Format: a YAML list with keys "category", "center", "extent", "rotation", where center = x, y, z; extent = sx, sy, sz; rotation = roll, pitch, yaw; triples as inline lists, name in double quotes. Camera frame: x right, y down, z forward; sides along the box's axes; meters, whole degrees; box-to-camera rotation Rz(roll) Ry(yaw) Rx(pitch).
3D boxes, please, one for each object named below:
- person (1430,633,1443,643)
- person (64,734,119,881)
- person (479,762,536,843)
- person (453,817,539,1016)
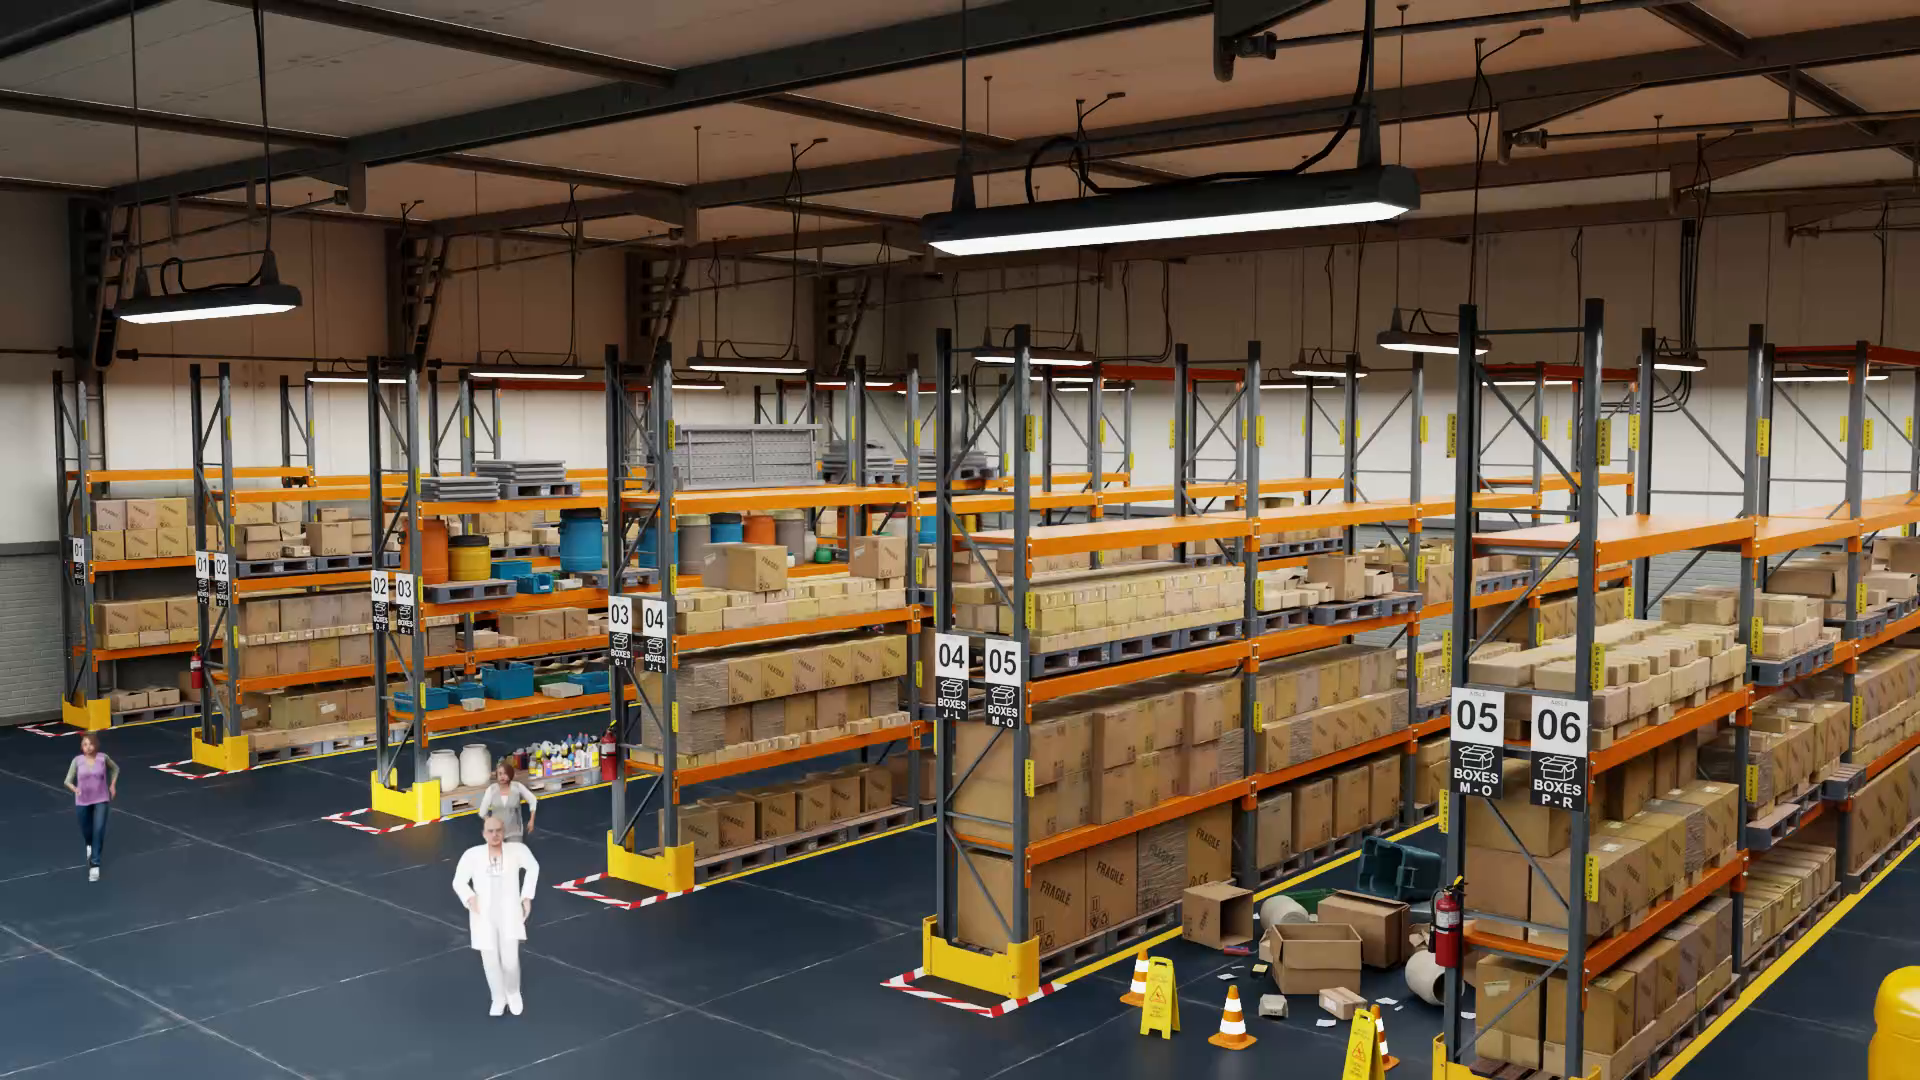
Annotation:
- category: "person"
  center: [7.844, 2.365, 27.119]
  extent: [0.792, 1.742, 0.607]
  rotation: [-3, 5, -40]
- category: "person"
  center: [-9.885, 3.003, 18.951]
  extent: [0.553, 1.597, 0.877]
  rotation: [-2, 5, -24]
- category: "person"
  center: [-4.718, 3.125, 17.340]
  extent: [0.556, 1.659, 0.706]
  rotation: [0, 4, -5]
- category: "person"
  center: [-3.990, 3.257, 14.299]
  extent: [0.710, 1.754, 0.678]
  rotation: [-1, 4, -12]
